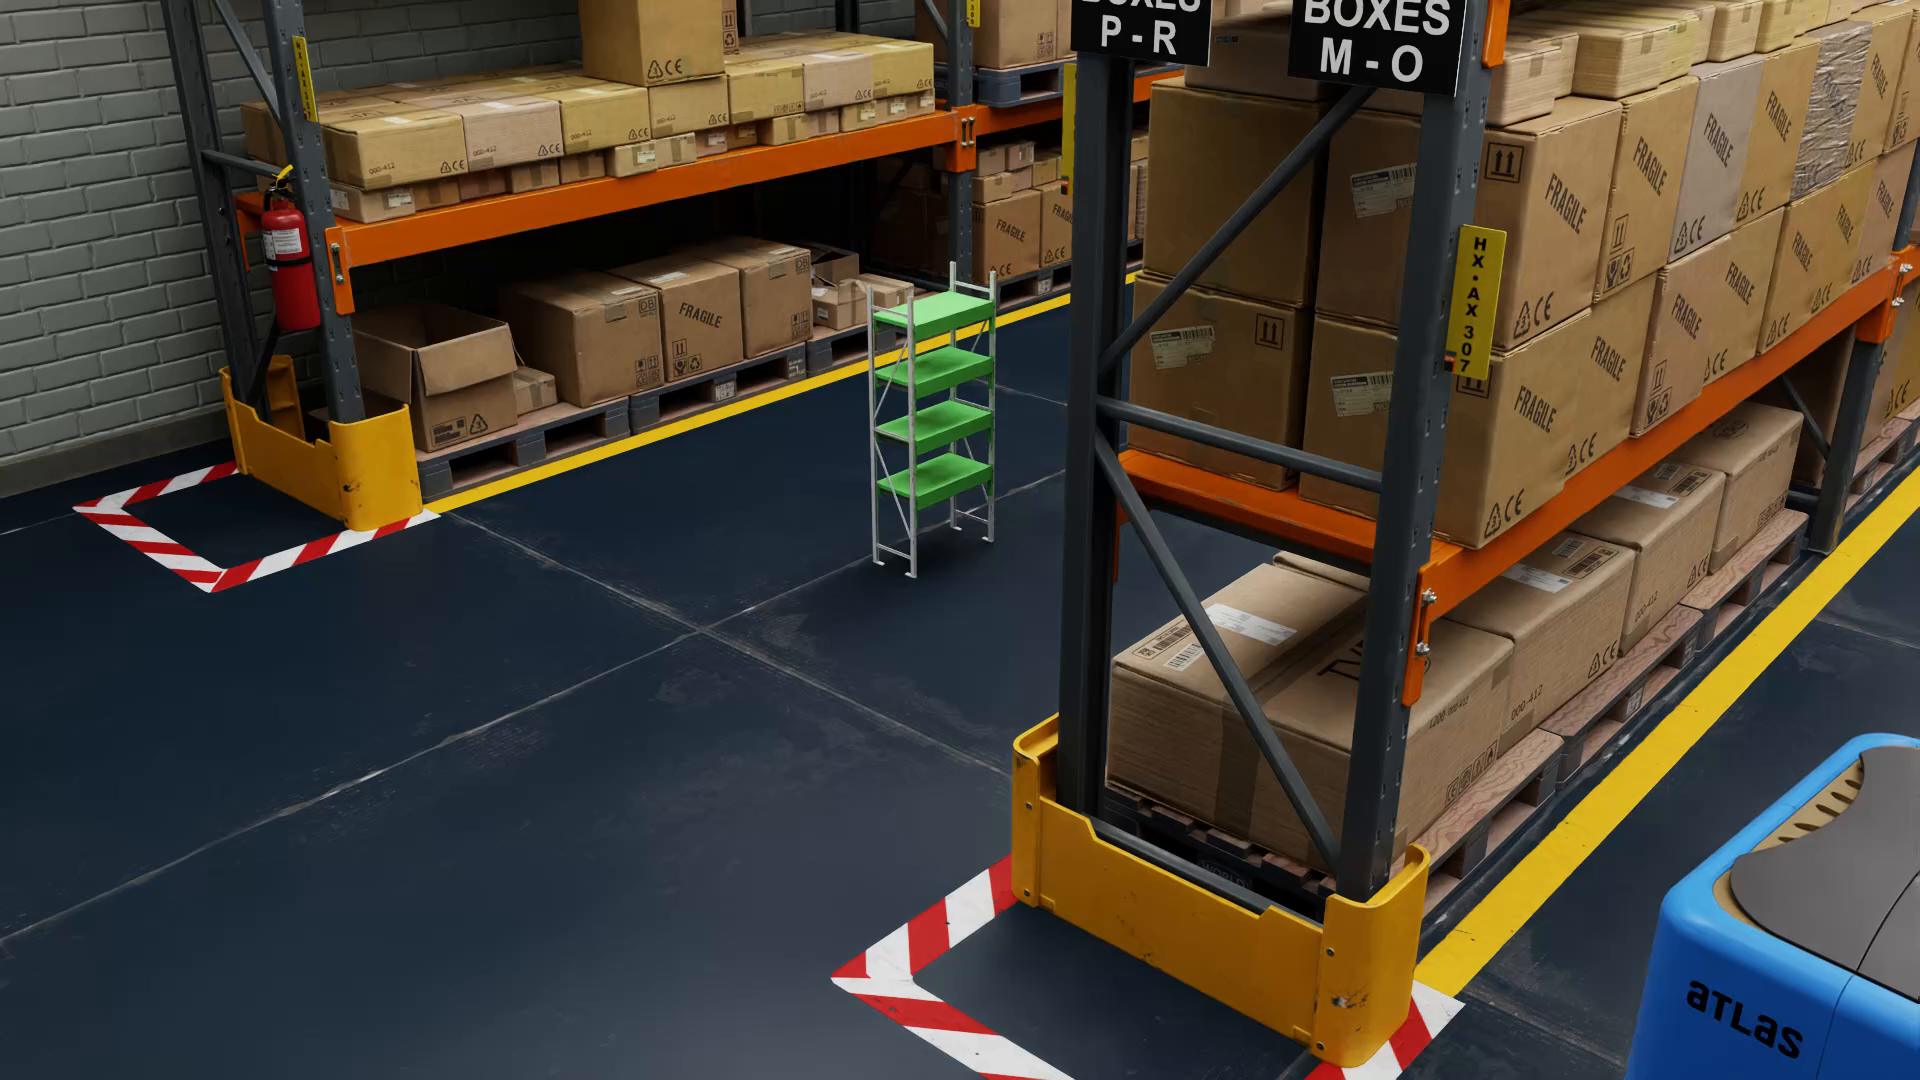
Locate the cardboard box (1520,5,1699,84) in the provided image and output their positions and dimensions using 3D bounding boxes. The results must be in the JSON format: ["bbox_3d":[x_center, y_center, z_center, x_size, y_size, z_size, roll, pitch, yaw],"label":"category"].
[{"bbox_3d":[1.677,-1.291,4.327,0.380,0.149,0.250,19,30,36],"label":"cardboard box"}]

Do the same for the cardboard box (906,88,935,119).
[{"bbox_3d":[-0.363,-2.521,9.513,0.380,0.149,0.250,21,31,38],"label":"cardboard box"}]

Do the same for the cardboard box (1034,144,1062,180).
[{"bbox_3d":[0.562,-2.459,10.818,0.380,0.149,0.250,20,31,37],"label":"cardboard box"}]

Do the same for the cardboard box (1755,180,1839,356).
[{"bbox_3d":[2.577,-0.966,5.617,0.500,0.500,0.500,20,31,37],"label":"cardboard box"}]

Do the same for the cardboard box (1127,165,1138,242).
[{"bbox_3d":[0.836,-2.254,11.153,0.500,0.500,0.500,19,30,36],"label":"cardboard box"}]

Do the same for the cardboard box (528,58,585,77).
[{"bbox_3d":[-1.871,-2.328,8.596,0.500,0.250,0.500,20,31,37],"label":"cardboard box"}]

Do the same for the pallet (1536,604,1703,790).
[{"bbox_3d":[1.980,0.409,6.080,1.003,0.211,1.213,20,31,38],"label":"pallet"}]

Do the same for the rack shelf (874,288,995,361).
[{"bbox_3d":[-0.110,-0.877,6.722,0.258,0.148,0.480,20,31,38],"label":"rack shelf"}]

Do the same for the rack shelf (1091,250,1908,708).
[{"bbox_3d":[2.026,-0.510,5.600,1.077,0.370,4.000,20,31,38],"label":"rack shelf"}]

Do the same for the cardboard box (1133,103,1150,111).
[{"bbox_3d":[1.447,-3.122,12.296,0.380,0.149,0.250,21,31,38],"label":"cardboard box"}]

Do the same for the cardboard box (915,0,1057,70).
[{"bbox_3d":[0.151,-3.125,9.918,0.700,0.500,0.500,21,32,39],"label":"cardboard box"}]

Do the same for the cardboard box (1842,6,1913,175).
[{"bbox_3d":[2.906,-1.578,5.758,0.500,0.500,0.500,20,31,37],"label":"cardboard box"}]

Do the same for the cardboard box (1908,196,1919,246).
[{"bbox_3d":[3.851,-1.441,6.981,0.500,0.250,0.500,19,31,36],"label":"cardboard box"}]

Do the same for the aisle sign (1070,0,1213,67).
[{"bbox_3d":[0.412,-1.478,3.702,0.394,0.787,0.004,20,31,38],"label":"aisle sign"}]

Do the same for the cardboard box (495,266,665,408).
[{"bbox_3d":[-1.930,-1.044,8.454,0.700,0.500,0.500,22,32,40],"label":"cardboard box"}]

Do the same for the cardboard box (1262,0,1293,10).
[{"bbox_3d":[1.042,-1.376,4.515,0.380,0.149,0.250,20,31,37],"label":"cardboard box"}]

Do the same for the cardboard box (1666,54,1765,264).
[{"bbox_3d":[1.901,-1.117,4.731,0.500,0.500,0.500,20,31,37],"label":"cardboard box"}]

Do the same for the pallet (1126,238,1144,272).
[{"bbox_3d":[0.990,-2.161,11.811,1.003,0.211,1.213,20,31,38],"label":"pallet"}]

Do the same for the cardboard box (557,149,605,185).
[{"bbox_3d":[-1.912,-1.816,7.941,0.380,0.149,0.250,21,31,38],"label":"cardboard box"}]

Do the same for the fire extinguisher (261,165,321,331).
[{"bbox_3d":[-2.762,-1.206,6.825,0.296,0.674,0.183,20,31,38],"label":"fire extinguisher"}]

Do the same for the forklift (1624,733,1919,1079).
[{"bbox_3d":[2.674,0.630,2.262,1.130,2.935,3.031,-20,31,-38],"label":"forklift"}]

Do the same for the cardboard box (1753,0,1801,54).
[{"bbox_3d":[2.200,-1.520,4.837,0.380,0.149,0.250,19,31,36],"label":"cardboard box"}]

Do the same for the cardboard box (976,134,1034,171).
[{"bbox_3d":[0.237,-2.413,10.351,0.380,0.149,0.250,18,30,35],"label":"cardboard box"}]

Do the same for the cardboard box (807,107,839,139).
[{"bbox_3d":[-0.872,-2.277,8.970,0.380,0.149,0.250,21,32,39],"label":"cardboard box"}]

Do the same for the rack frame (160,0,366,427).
[{"bbox_3d":[-3.008,-1.583,7.114,1.000,3.000,0.127,20,31,38],"label":"rack frame"}]

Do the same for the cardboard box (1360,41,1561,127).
[{"bbox_3d":[1.134,-1.059,3.809,0.380,0.149,0.250,21,32,39],"label":"cardboard box"}]

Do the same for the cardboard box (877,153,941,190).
[{"bbox_3d":[-0.308,-2.339,10.550,0.380,0.149,0.250,19,30,36],"label":"cardboard box"}]

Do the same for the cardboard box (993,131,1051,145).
[{"bbox_3d":[0.395,-2.652,11.247,0.380,0.149,0.250,21,32,39],"label":"cardboard box"}]

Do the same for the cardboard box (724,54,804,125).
[{"bbox_3d":[-1.163,-2.342,8.627,0.500,0.250,0.500,20,31,37],"label":"cardboard box"}]

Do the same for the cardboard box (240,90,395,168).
[{"bbox_3d":[-2.899,-1.863,7.558,0.500,0.250,0.500,21,32,39],"label":"cardboard box"}]

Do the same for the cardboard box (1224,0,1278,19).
[{"bbox_3d":[1.868,-3.734,11.581,0.500,0.250,0.500,18,30,35],"label":"cardboard box"}]

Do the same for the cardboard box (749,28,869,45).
[{"bbox_3d":[-0.870,-2.792,9.630,0.500,0.250,0.500,20,31,37],"label":"cardboard box"}]

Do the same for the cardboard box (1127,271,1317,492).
[{"bbox_3d":[0.816,-0.494,4.562,0.500,0.500,0.500,20,31,38],"label":"cardboard box"}]

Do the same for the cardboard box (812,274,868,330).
[{"bbox_3d":[-0.730,-1.387,9.505,0.396,0.266,0.258,22,32,39],"label":"cardboard box"}]

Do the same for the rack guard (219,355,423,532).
[{"bbox_3d":[-2.957,-0.465,7.677,1.175,0.500,0.348,20,31,38],"label":"rack guard"}]

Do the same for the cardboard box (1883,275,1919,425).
[{"bbox_3d":[4.312,-1.158,8.249,0.875,0.875,0.875,21,32,39],"label":"cardboard box"}]

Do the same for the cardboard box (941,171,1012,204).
[{"bbox_3d":[0.099,-2.185,10.206,0.380,0.149,0.250,22,32,40],"label":"cardboard box"}]

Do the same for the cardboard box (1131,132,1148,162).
[{"bbox_3d":[1.082,-2.690,11.333,0.380,0.149,0.250,20,31,38],"label":"cardboard box"}]

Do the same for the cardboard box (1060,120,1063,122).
[{"bbox_3d":[0.928,-2.885,11.767,0.380,0.149,0.250,20,31,38],"label":"cardboard box"}]

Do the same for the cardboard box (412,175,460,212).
[{"bbox_3d":[-2.449,-1.584,7.423,0.380,0.149,0.250,21,32,39],"label":"cardboard box"}]

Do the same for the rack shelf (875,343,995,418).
[{"bbox_3d":[-0.110,-0.658,6.820,0.258,0.148,0.480,20,31,38],"label":"rack shelf"}]

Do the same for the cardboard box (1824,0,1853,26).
[{"bbox_3d":[2.666,-1.772,5.399,0.380,0.149,0.250,20,31,37],"label":"cardboard box"}]

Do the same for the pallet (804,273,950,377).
[{"bbox_3d":[-0.798,-1.320,9.936,1.003,0.211,1.213,20,31,38],"label":"pallet"}]

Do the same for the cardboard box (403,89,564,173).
[{"bbox_3d":[-2.168,-1.868,7.571,0.500,0.250,0.500,21,31,38],"label":"cardboard box"}]

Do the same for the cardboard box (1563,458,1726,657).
[{"bbox_3d":[2.264,-0.035,6.280,0.875,0.438,0.875,19,30,36],"label":"cardboard box"}]

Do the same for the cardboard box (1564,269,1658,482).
[{"bbox_3d":[1.542,-0.504,4.585,0.500,0.500,0.500,20,31,37],"label":"cardboard box"}]

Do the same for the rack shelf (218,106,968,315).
[{"bbox_3d":[-1.673,-1.864,8.620,1.077,0.370,4.000,20,31,38],"label":"rack shelf"}]

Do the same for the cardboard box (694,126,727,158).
[{"bbox_3d":[-1.406,-2.056,8.475,0.380,0.149,0.250,20,31,37],"label":"cardboard box"}]

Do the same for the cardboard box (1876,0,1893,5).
[{"bbox_3d":[3.135,-2.014,5.938,0.380,0.149,0.250,21,32,39],"label":"cardboard box"}]

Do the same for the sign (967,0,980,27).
[{"bbox_3d":[0.071,-3.051,9.330,0.100,0.325,0.005,20,31,38],"label":"sign"}]

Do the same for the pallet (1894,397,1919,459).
[{"bbox_3d":[4.633,-0.804,8.785,1.003,0.211,1.213,20,31,38],"label":"pallet"}]

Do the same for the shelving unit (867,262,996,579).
[{"bbox_3d":[-0.110,-0.497,6.892,0.258,1.200,0.503,20,31,38],"label":"shelving unit"}]
